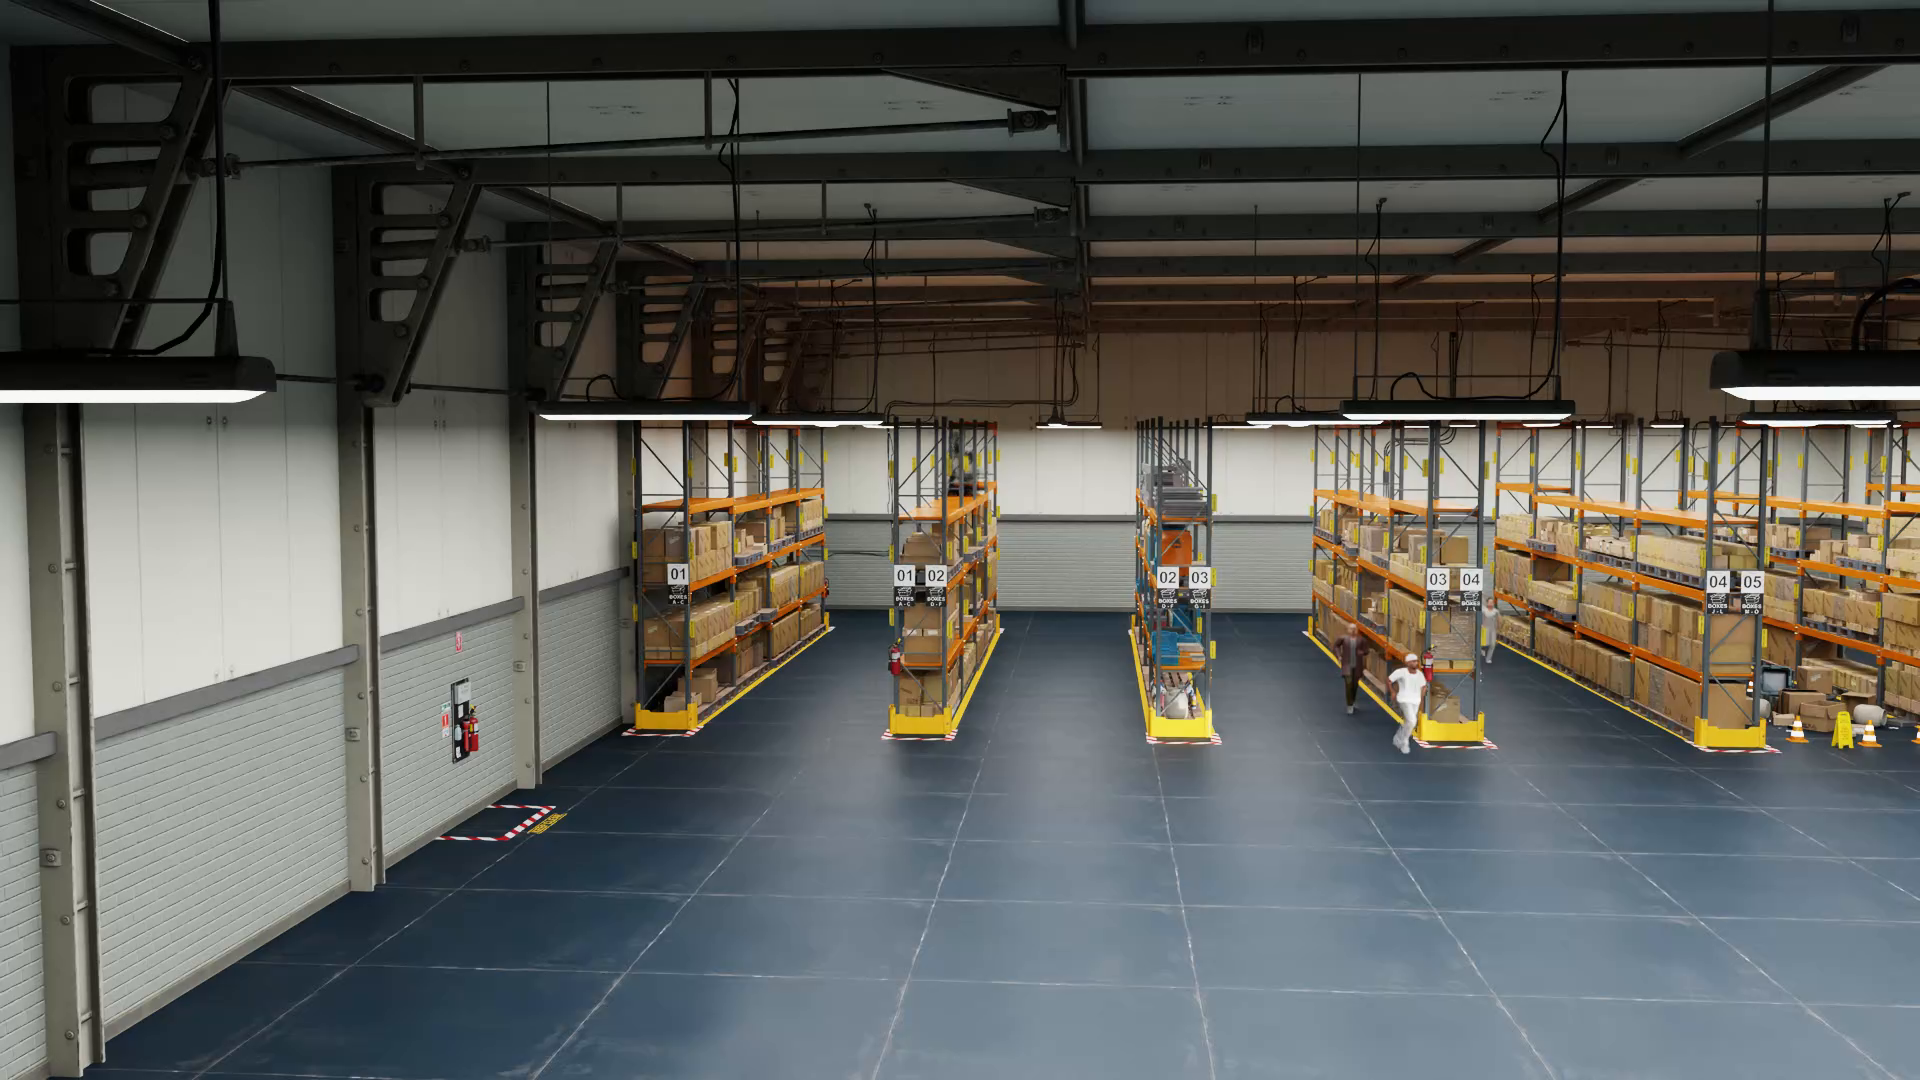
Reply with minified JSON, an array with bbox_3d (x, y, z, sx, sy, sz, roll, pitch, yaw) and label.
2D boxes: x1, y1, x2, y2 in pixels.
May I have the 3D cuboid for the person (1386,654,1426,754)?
[{"bbox_3d":[8.031,2.931,29.765,0.692,1.814,0.692,-2,4,-25],"label":"person"}]

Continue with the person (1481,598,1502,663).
[{"bbox_3d":[13.107,2.235,41.143,0.579,1.620,0.561,0,4,7],"label":"person"}]

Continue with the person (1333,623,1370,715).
[{"bbox_3d":[8.016,2.606,34.018,0.694,1.822,0.877,0,4,3],"label":"person"}]
